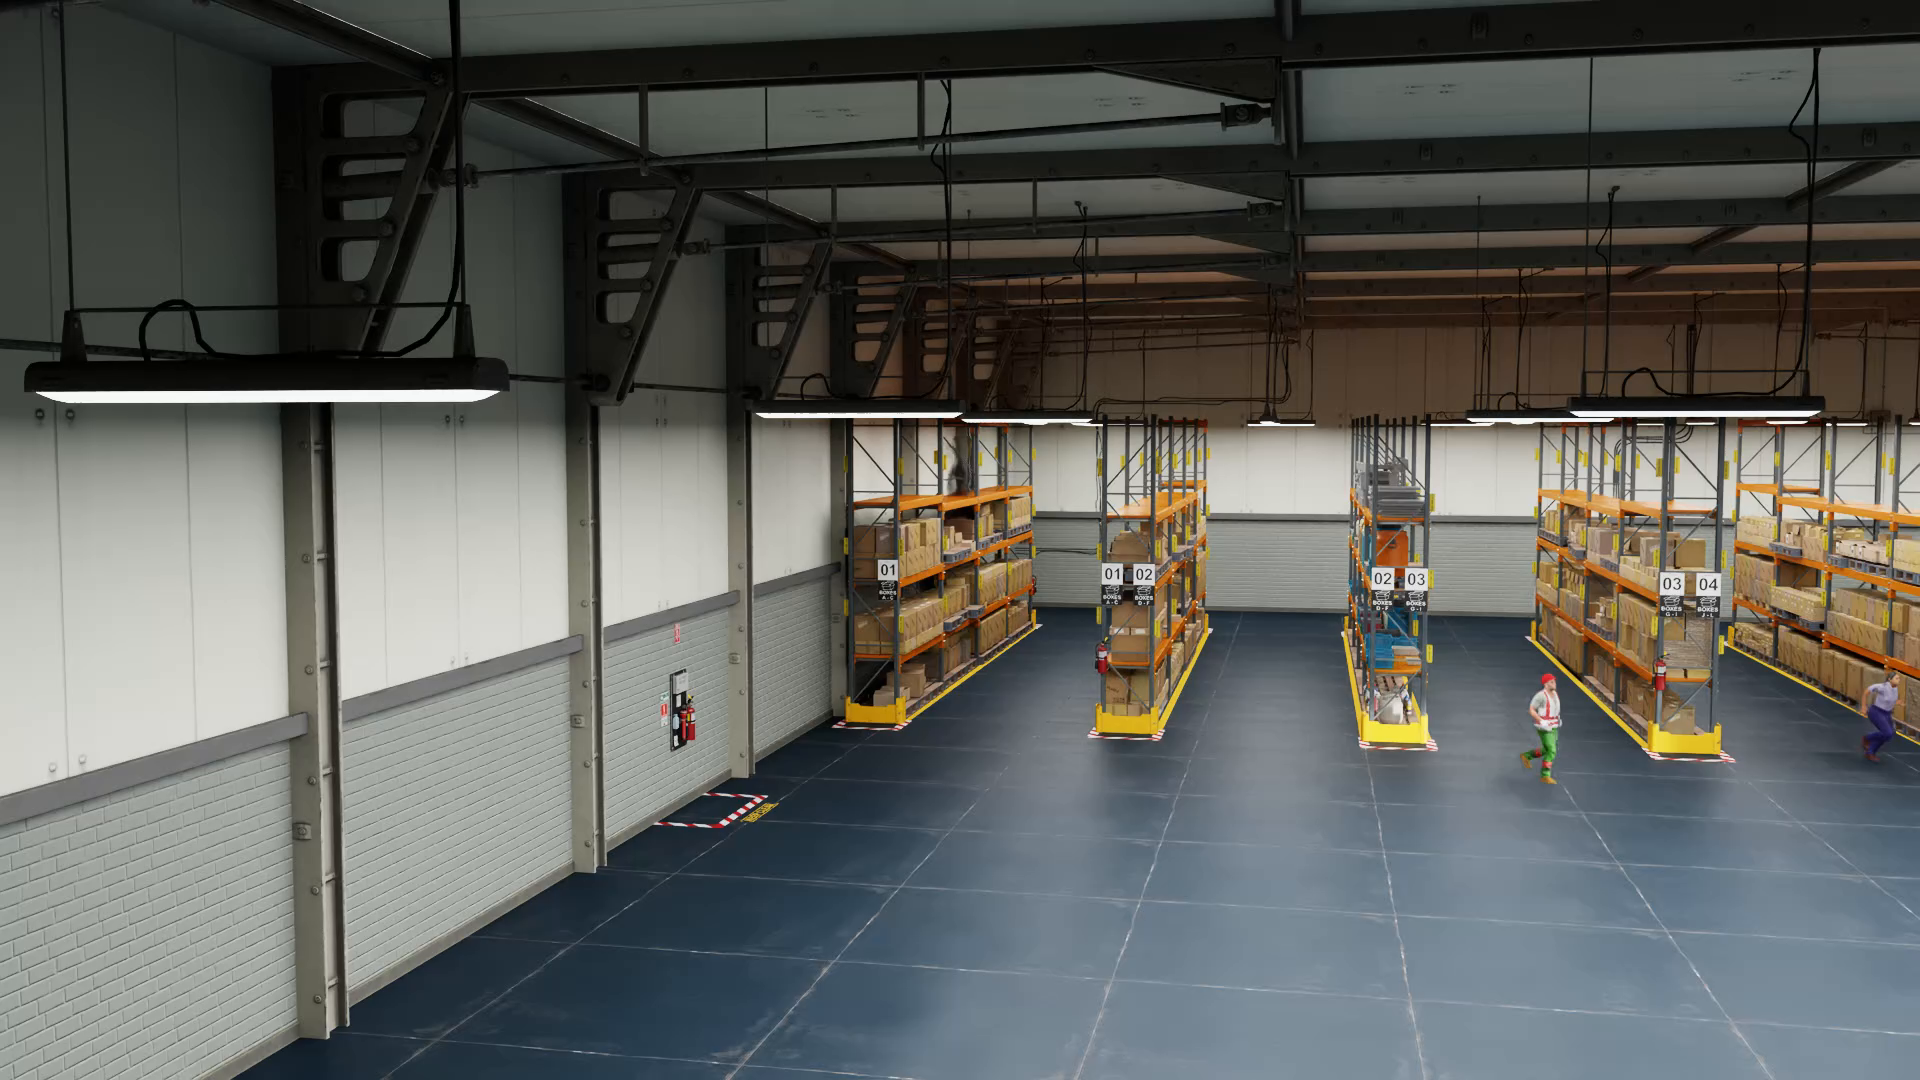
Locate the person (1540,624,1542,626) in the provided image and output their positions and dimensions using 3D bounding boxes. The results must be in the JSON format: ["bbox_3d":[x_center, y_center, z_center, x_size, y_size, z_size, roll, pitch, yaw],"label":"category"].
[{"bbox_3d":[16.470,1.823,46.032,0.870,1.672,0.589,2,4,22],"label":"person"}]

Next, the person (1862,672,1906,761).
[{"bbox_3d":[15.936,3.040,28.652,0.591,1.576,0.663,-2,5,-33],"label":"person"}]

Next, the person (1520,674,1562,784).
[{"bbox_3d":[9.480,3.044,27.125,0.671,1.773,0.697,-3,5,-38],"label":"person"}]
